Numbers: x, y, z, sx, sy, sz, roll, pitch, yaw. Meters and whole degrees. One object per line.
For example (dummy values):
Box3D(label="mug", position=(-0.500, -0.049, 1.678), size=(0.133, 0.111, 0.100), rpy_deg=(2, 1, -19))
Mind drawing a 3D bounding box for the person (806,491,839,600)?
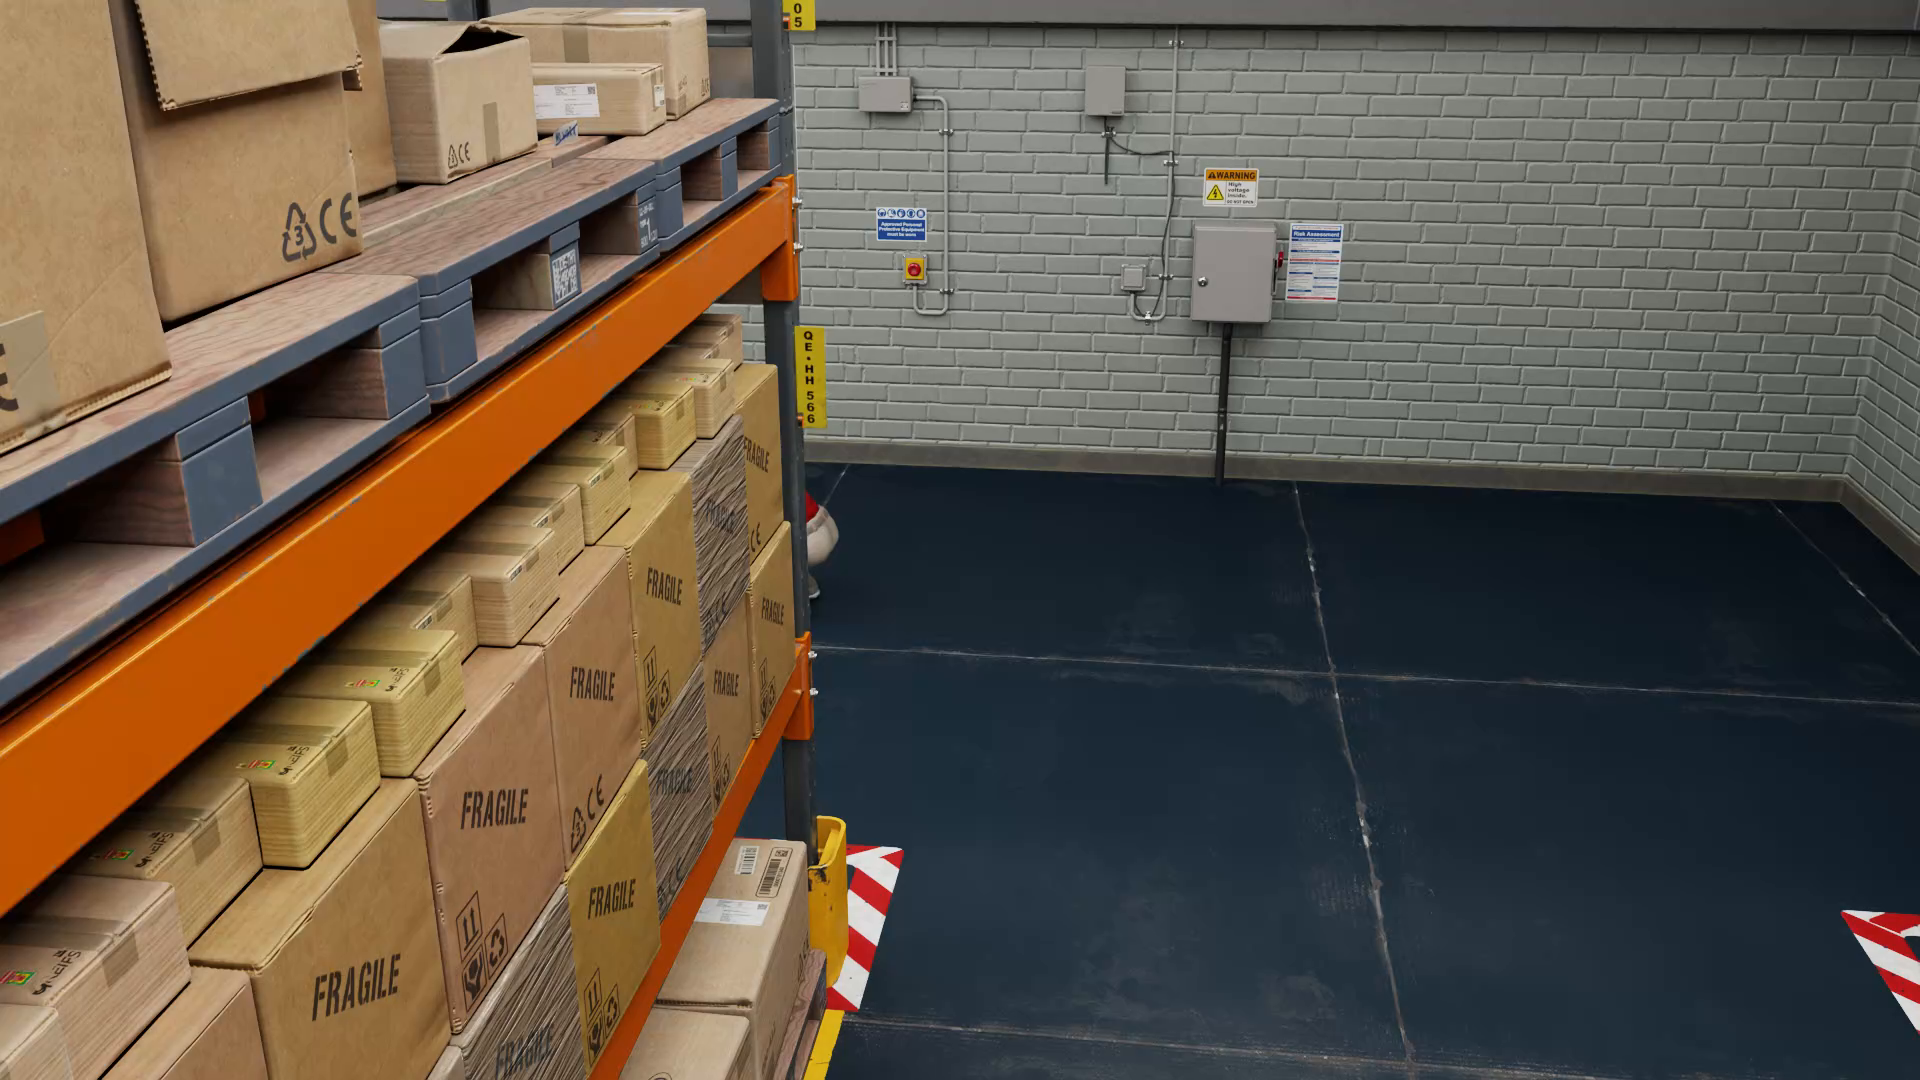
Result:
Box3D(label="person", position=(-1.111, -0.081, 8.910), size=(0.893, 0.959, 0.542), rpy_deg=(2, 21, 6))
